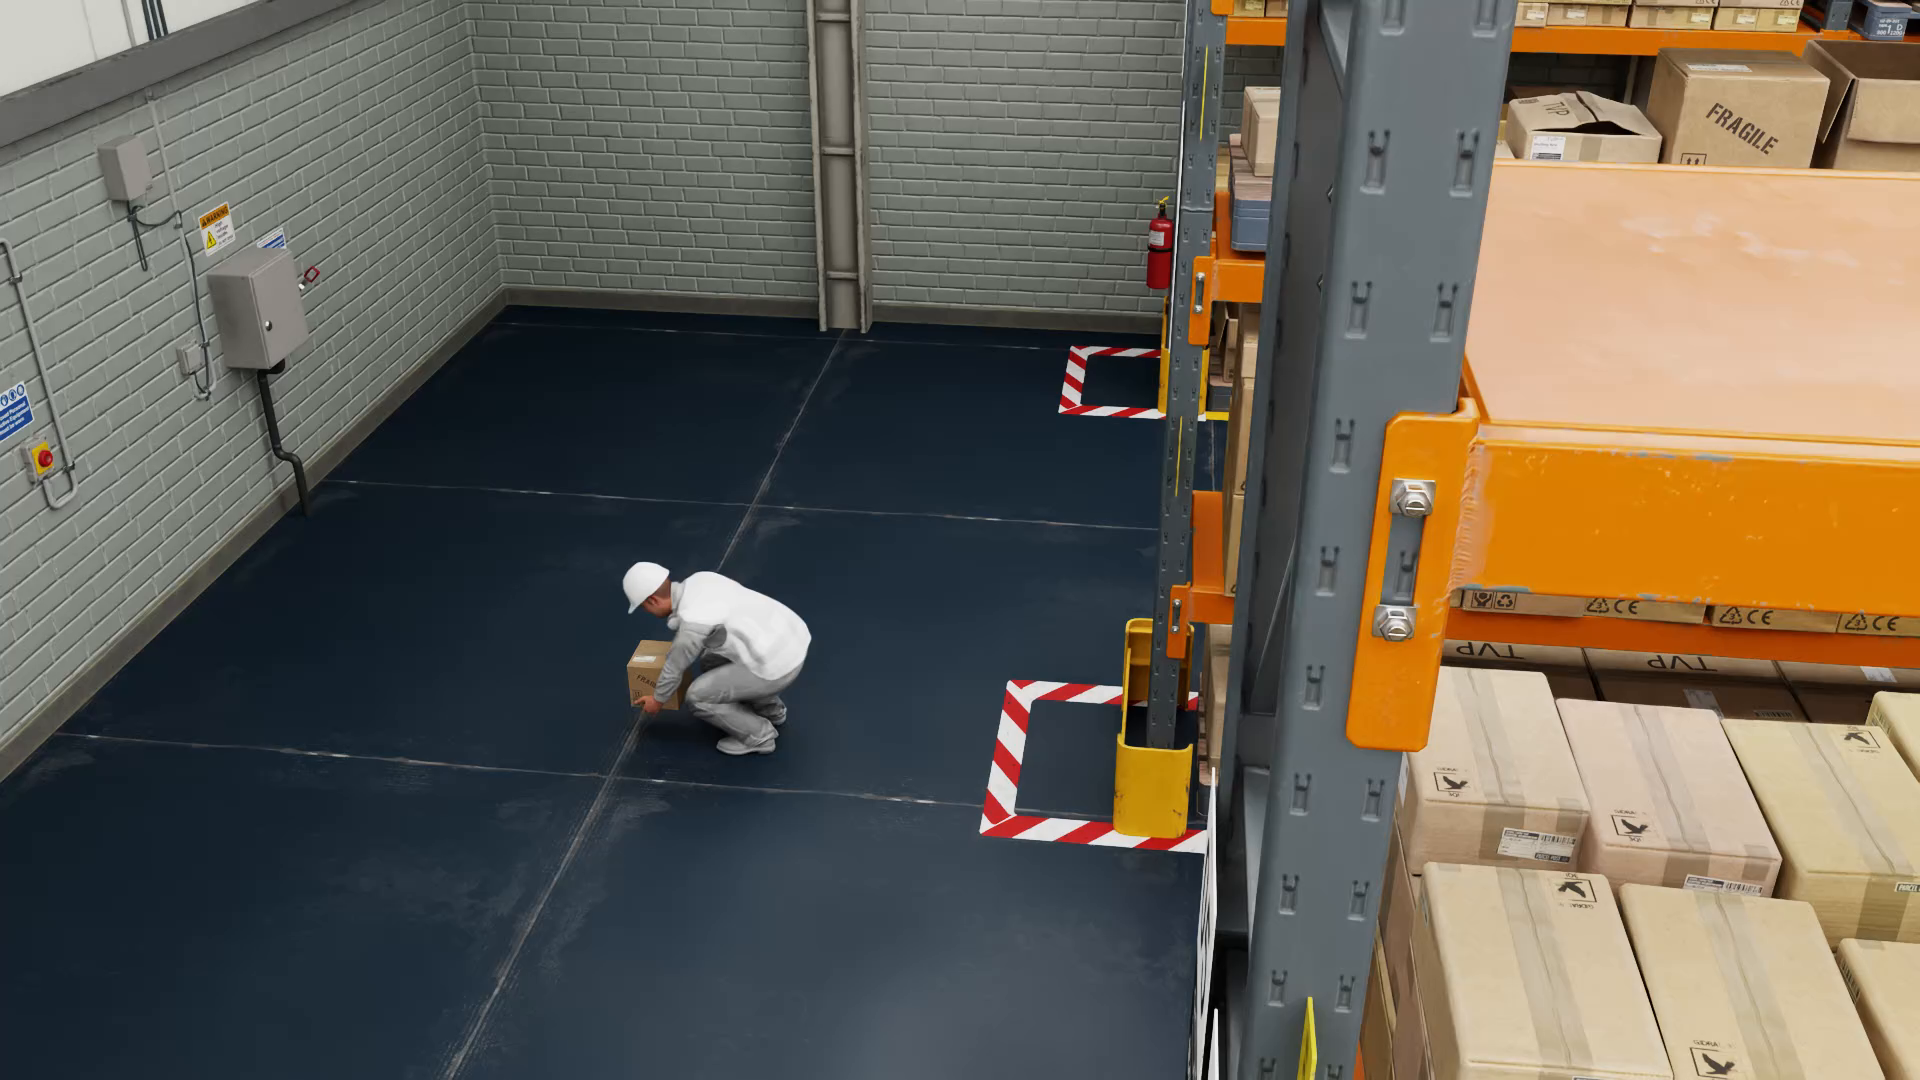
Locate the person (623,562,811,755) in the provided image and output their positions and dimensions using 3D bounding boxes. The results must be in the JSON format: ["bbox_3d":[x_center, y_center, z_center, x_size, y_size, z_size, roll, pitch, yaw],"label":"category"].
[{"bbox_3d":[-1.207,0.560,8.370,0.891,1.010,0.512,3,28,5],"label":"person"}]
